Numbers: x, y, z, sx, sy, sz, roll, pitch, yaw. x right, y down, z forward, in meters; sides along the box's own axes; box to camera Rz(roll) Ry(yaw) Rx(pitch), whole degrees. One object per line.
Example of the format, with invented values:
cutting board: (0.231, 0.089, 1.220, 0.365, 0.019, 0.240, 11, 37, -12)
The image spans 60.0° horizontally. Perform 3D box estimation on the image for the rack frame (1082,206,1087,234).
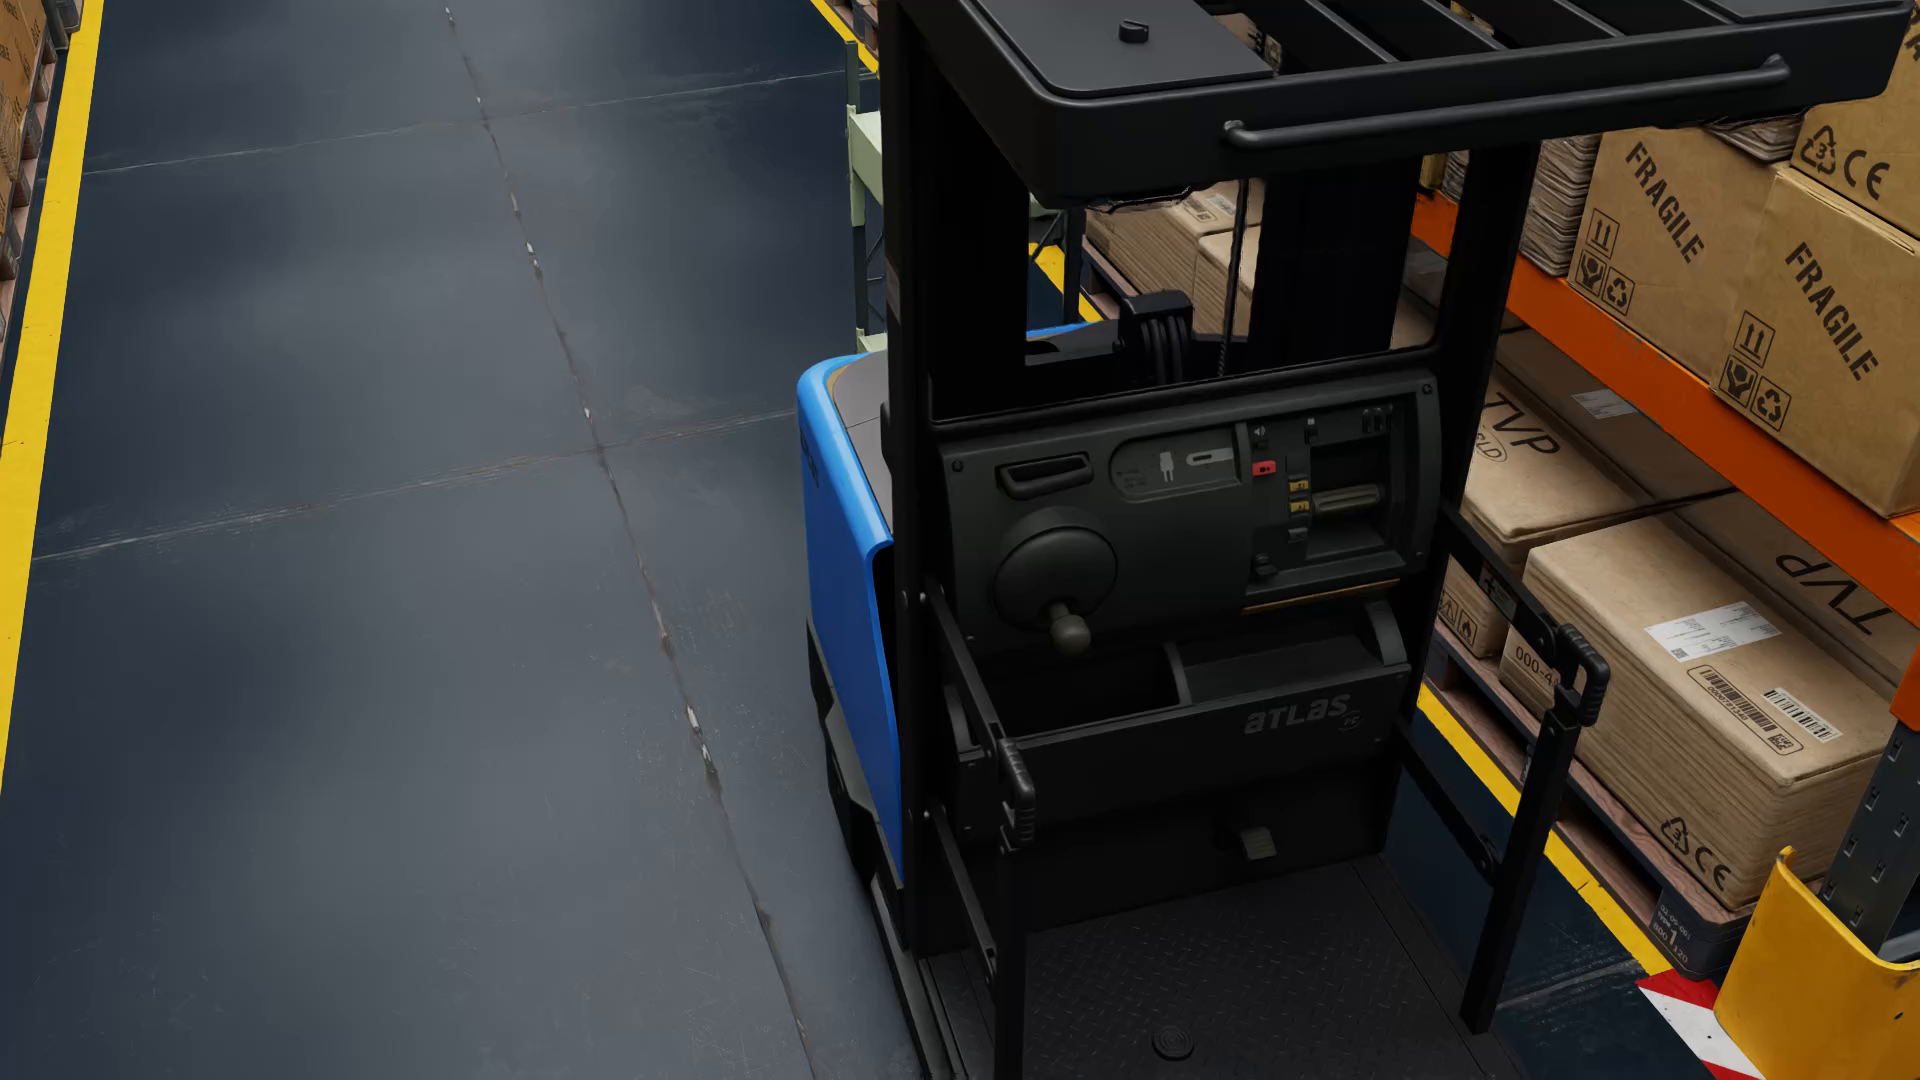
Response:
rack frame: (0.930, -2.428, 5.980, 1.000, 3.000, 0.127, -12, 39, -16)

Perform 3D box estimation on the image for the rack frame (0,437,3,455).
rack frame: (-3.729, -1.398, 4.613, 1.000, 3.000, 0.127, -12, 39, -16)

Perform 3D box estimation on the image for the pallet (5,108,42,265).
pallet: (-4.468, -1.426, 6.968, 1.003, 0.211, 1.213, -12, 39, -16)

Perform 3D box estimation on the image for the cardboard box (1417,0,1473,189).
cardboard box: (1.358, -1.290, 4.386, 0.500, 0.500, 0.500, -11, 38, -15)

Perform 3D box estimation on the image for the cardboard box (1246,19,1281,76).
cardboard box: (1.180, -1.581, 4.773, 0.500, 0.500, 0.500, -12, 39, -16)

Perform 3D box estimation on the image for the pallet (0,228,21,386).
pallet: (-4.044, -0.736, 6.052, 1.003, 0.211, 1.213, -12, 39, -16)

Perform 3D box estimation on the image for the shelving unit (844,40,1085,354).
shelving unit: (-0.002, -0.603, 4.804, 0.431, 1.500, 0.755, -12, 39, -16)

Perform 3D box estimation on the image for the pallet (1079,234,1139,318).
pallet: (1.118, -0.868, 6.227, 1.003, 0.211, 1.213, -12, 39, -16)

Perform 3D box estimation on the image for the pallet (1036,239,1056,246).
pallet: (0.594, -1.734, 7.377, 1.003, 0.211, 1.213, -12, 39, -16)

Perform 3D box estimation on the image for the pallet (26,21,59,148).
pallet: (-4.884, -2.114, 7.882, 1.003, 0.211, 1.213, -12, 39, -16)

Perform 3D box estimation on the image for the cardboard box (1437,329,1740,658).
cardboard box: (1.663, -0.180, 4.776, 0.875, 0.438, 0.875, -11, 38, -15)

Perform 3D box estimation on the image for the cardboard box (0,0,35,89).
cardboard box: (-4.596, -2.348, 7.602, 0.500, 0.500, 0.500, -13, 39, -17)

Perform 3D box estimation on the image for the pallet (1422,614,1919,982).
pallet: (1.958, 0.510, 4.397, 1.003, 0.211, 1.213, -12, 39, -16)

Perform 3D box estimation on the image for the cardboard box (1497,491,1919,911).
cardboard box: (1.986, 0.335, 4.092, 0.875, 0.438, 0.875, -14, 39, -17)

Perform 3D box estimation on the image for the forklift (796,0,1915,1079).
forklift: (0.487, 0.022, 2.785, 1.130, 2.935, 3.031, -10, 38, -13)

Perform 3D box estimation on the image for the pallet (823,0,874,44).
pallet: (-0.246, -3.113, 9.207, 1.003, 0.211, 1.213, -12, 39, -16)

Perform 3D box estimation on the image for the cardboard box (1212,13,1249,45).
cardboard box: (1.015, -1.863, 5.148, 0.500, 0.500, 0.500, -12, 39, -16)

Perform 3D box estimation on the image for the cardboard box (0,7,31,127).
cardboard box: (-4.413, -2.053, 7.211, 0.500, 0.500, 0.500, -11, 38, -14)

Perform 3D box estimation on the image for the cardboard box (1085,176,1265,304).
cardboard box: (1.046, -1.195, 6.124, 0.875, 0.438, 0.875, -13, 39, -17)

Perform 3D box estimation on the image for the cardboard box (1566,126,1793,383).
cardboard box: (1.734, -0.713, 3.620, 0.500, 0.500, 0.500, -13, 39, -17)

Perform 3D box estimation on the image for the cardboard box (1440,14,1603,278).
cardboard box: (1.547, -1.001, 4.003, 0.500, 0.500, 0.500, -11, 38, -15)

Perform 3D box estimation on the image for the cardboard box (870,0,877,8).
cardboard box: (0.016, -3.094, 8.282, 0.875, 0.875, 0.875, -12, 39, -15)

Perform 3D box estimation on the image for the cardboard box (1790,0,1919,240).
cardboard box: (1.917, -0.831, 2.945, 0.500, 0.500, 0.500, -11, 38, -14)

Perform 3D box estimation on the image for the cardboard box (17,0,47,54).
cardboard box: (-4.758, -2.633, 7.981, 0.500, 0.500, 0.500, -11, 38, -15)

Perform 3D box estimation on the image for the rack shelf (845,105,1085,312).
rack shelf: (-0.002, -0.915, 4.569, 0.431, 0.370, 0.720, -12, 39, -16)

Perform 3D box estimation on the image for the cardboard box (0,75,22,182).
cardboard box: (-4.217, -1.763, 6.826, 0.500, 0.500, 0.500, -14, 39, -18)

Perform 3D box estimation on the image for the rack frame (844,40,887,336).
rack frame: (-0.128, -0.810, 5.078, 0.400, 1.500, 0.023, -12, 39, -16)

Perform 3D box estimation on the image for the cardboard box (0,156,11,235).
cardboard box: (-4.044, -1.469, 6.435, 0.500, 0.500, 0.500, -14, 39, -17)

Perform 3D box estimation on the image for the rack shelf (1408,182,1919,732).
rack shelf: (1.618, -1.011, 4.697, 1.077, 0.370, 4.000, -12, 39, -16)

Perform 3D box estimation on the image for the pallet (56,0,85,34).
pallet: (-5.352, -3.017, 9.080, 1.003, 0.211, 1.213, -12, 39, -16)

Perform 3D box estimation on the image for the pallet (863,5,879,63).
pallet: (0.170, -2.425, 8.294, 1.003, 0.211, 1.213, -12, 39, -16)

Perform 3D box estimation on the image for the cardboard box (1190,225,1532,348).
cardboard box: (1.354, -0.690, 5.453, 0.875, 0.438, 0.875, -14, 39, -17)

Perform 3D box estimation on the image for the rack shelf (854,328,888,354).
rack shelf: (-0.002, -0.342, 5.000, 0.431, 0.370, 0.720, -12, 39, -16)

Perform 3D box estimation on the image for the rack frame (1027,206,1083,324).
rack frame: (0.124, -0.396, 4.529, 0.400, 1.500, 0.023, -12, 39, -16)

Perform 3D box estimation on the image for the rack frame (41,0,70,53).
rack frame: (-5.105, -3.658, 7.613, 1.000, 3.000, 0.127, -12, 39, -16)

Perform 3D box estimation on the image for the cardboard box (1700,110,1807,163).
cardboard box: (1.710, -1.120, 3.329, 0.500, 0.500, 0.500, -12, 39, -16)

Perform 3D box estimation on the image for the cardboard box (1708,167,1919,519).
cardboard box: (1.892, -0.426, 3.239, 0.500, 0.500, 0.500, -12, 39, -16)

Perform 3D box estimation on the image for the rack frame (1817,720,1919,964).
rack frame: (2.307, -0.168, 2.980, 1.000, 3.000, 0.127, -12, 39, -16)

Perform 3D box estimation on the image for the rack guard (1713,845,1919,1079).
rack guard: (2.315, 0.844, 3.714, 1.175, 0.500, 0.348, -12, 39, -16)
